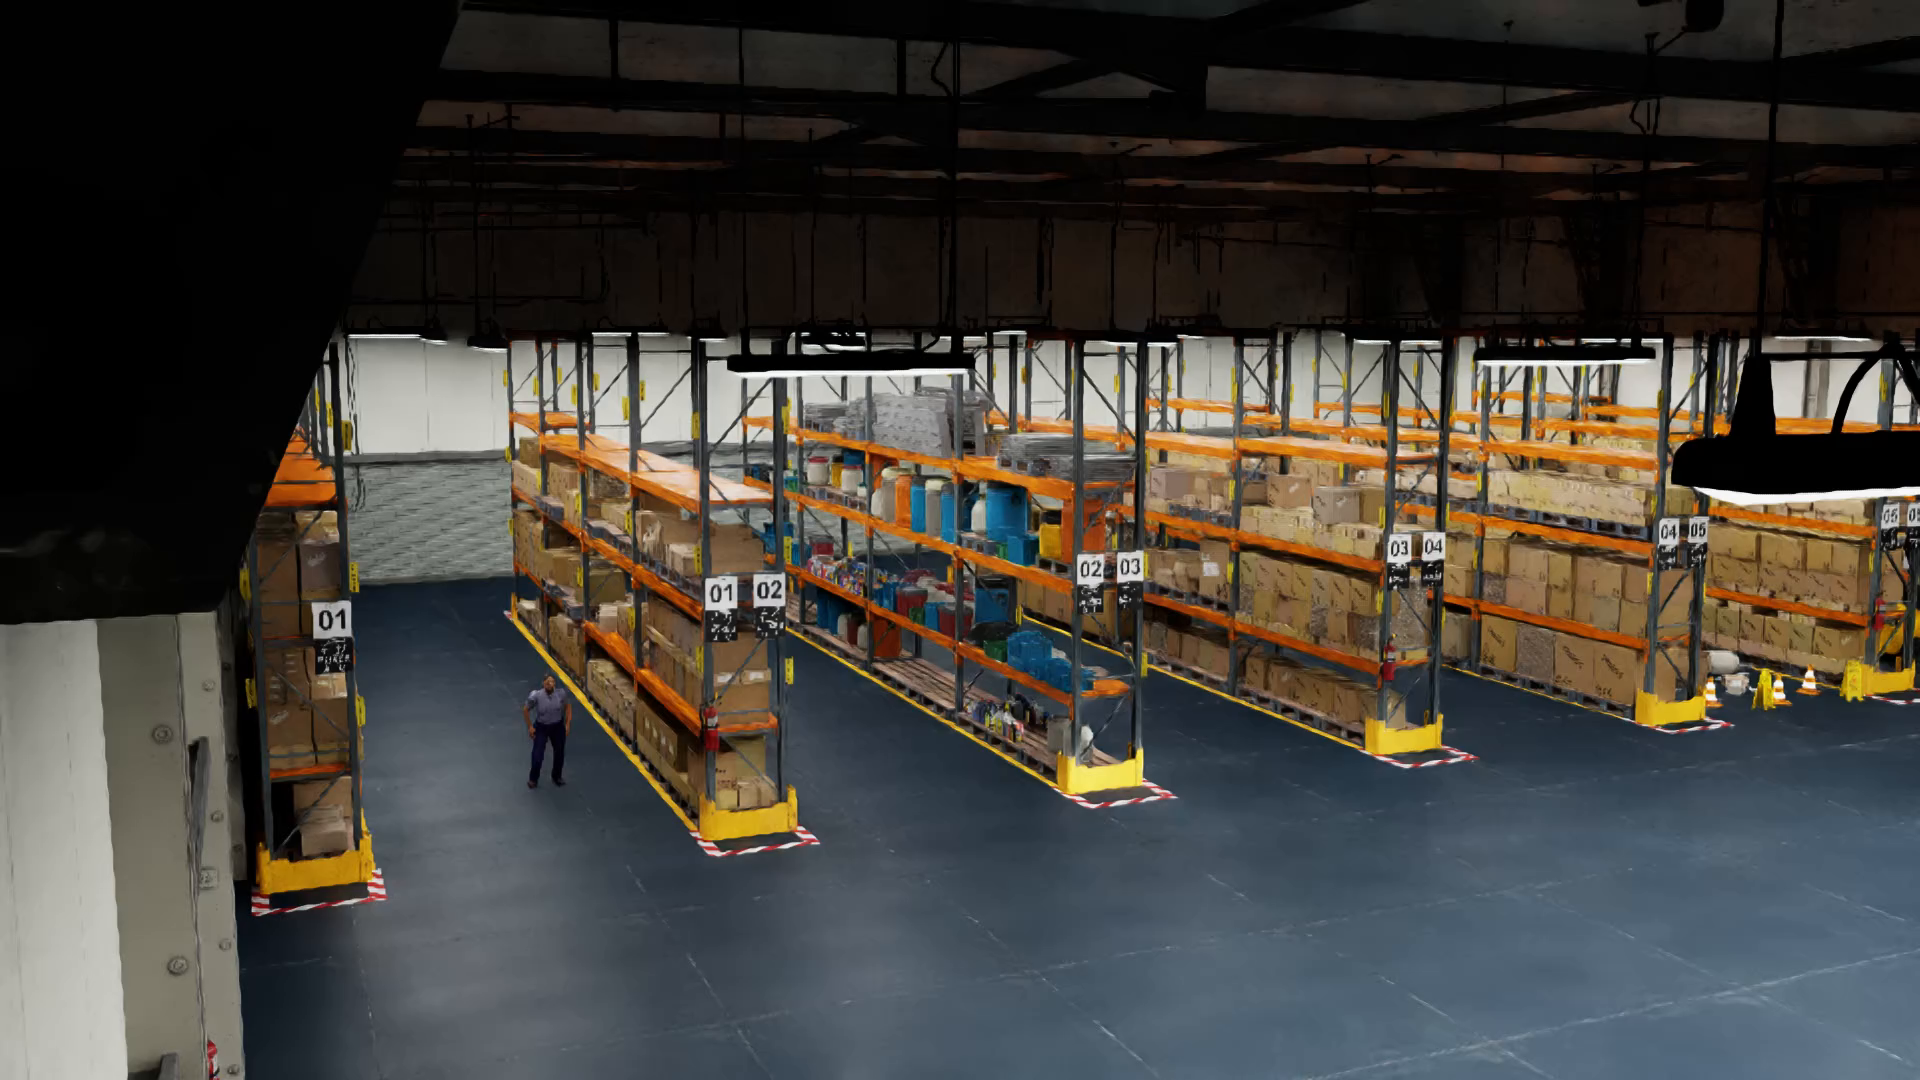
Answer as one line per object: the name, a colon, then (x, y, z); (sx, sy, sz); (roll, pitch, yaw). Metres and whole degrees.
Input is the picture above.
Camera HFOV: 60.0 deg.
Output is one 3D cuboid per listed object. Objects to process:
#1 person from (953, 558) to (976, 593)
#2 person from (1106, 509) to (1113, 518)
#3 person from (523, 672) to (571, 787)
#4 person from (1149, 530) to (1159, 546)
person: (0.123, 0.663, 35.472); (0.577, 1.691, 1.121); (-3, 8, -20)
person: (3.575, -0.200, 41.814); (0.576, 1.725, 0.961); (0, 8, -1)
person: (-5.522, 2.530, 22.286); (0.625, 1.596, 0.517); (-4, 9, -25)
person: (5.339, -0.719, 45.607); (0.599, 1.715, 0.550); (2, 8, 14)
